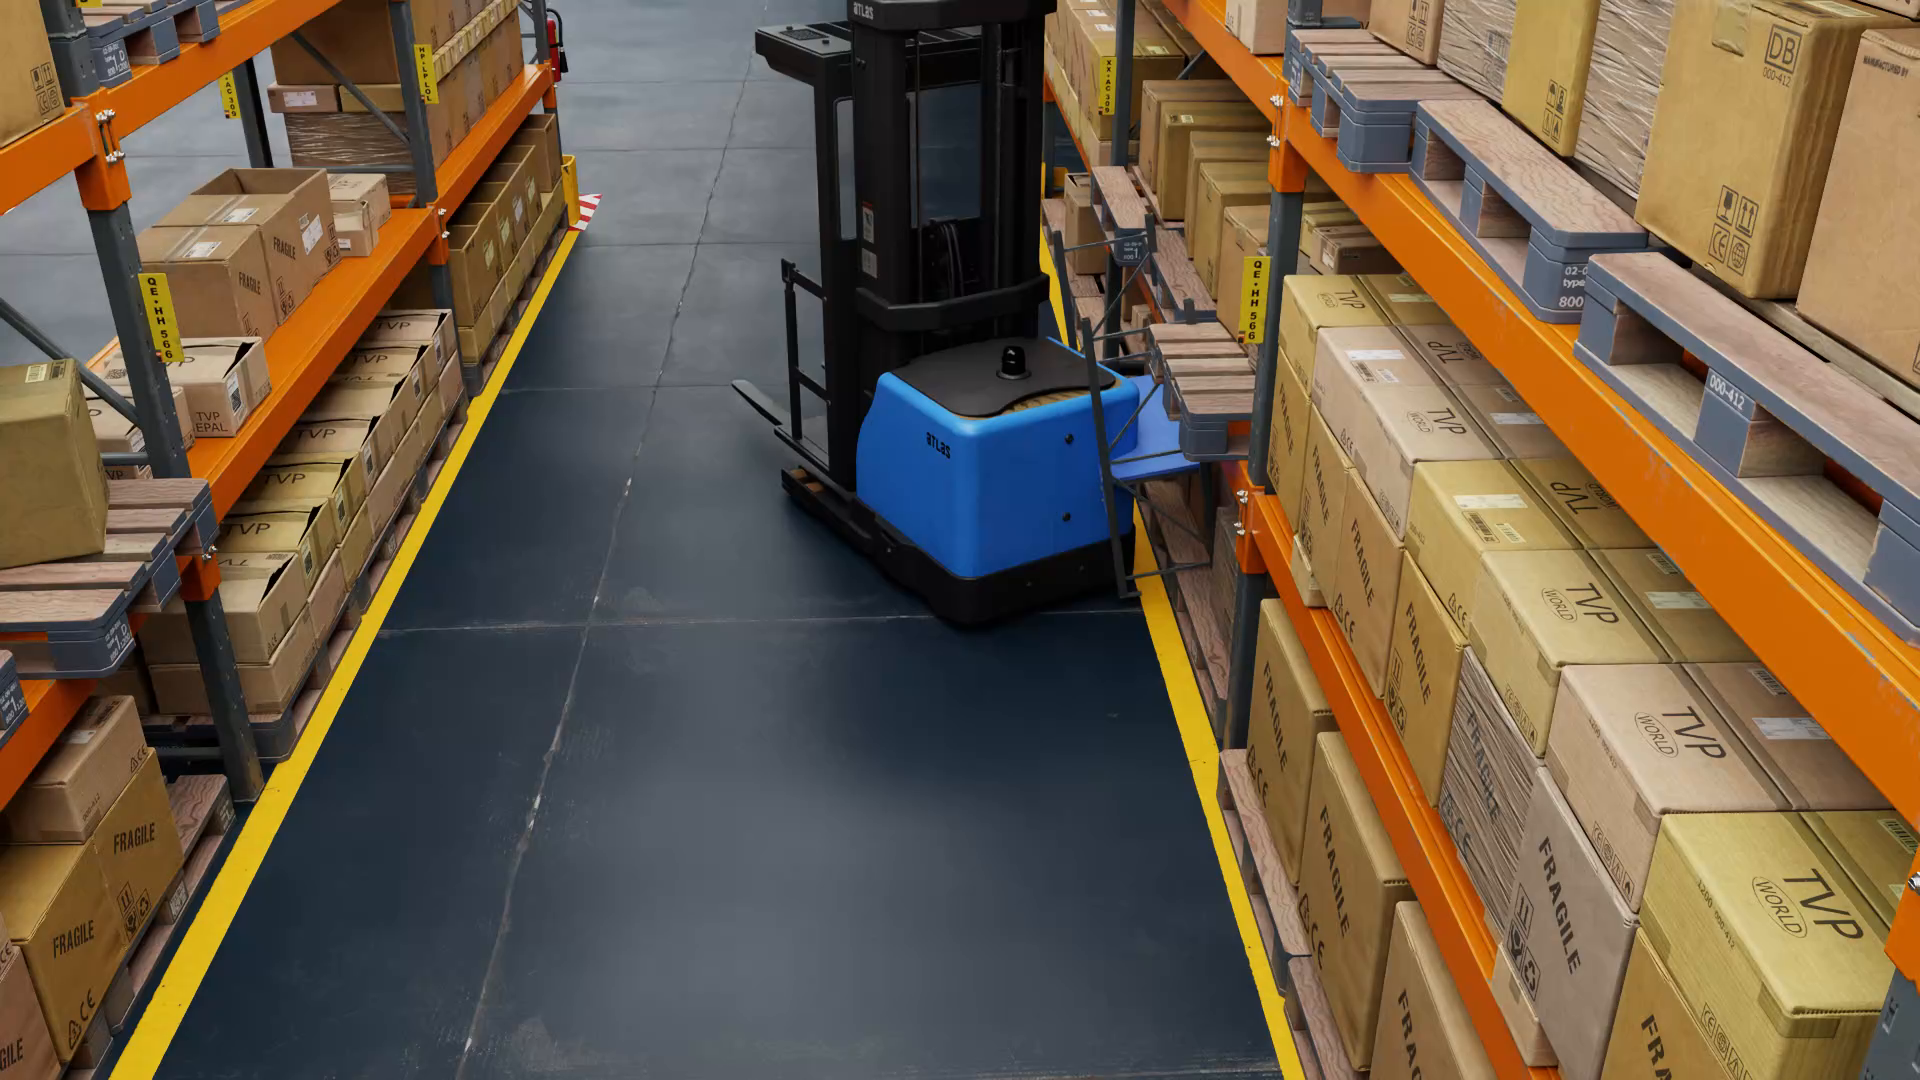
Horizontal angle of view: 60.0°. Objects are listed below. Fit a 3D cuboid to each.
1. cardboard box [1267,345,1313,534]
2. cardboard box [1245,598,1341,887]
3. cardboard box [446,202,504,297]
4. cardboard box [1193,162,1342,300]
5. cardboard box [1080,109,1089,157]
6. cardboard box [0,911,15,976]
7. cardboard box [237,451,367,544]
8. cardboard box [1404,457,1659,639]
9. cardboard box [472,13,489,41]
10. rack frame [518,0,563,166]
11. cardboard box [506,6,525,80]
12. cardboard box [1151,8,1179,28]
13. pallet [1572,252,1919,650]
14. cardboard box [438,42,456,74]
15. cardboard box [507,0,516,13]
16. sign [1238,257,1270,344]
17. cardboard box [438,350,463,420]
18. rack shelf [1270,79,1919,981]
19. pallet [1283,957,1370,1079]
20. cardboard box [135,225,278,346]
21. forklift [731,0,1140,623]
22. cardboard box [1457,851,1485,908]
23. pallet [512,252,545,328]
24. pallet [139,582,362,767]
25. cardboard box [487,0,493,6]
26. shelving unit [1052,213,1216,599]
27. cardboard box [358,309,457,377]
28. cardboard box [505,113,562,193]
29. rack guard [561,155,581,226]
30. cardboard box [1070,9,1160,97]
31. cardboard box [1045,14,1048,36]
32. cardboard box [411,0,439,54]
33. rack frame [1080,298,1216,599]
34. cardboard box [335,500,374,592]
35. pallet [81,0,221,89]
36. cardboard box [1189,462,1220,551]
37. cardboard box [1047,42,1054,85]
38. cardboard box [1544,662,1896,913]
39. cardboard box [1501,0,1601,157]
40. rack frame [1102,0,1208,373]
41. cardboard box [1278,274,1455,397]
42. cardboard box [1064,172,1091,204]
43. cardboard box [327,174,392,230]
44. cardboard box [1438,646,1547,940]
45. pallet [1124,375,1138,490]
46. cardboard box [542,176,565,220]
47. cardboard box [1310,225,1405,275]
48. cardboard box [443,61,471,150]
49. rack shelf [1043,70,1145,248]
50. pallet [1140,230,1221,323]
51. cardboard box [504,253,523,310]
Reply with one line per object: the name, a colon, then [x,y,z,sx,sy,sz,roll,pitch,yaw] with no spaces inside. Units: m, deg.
cardboard box: [1.374,-0.357,5.739,0.500,0.500,0.500,-1,28,-1]
cardboard box: [1.511,0.708,6.020,0.750,0.750,0.750,-2,28,-3]
cardboard box: [-3.297,-1.880,10.819,0.500,0.500,0.500,-1,28,-3]
cardboard box: [1.482,-1.433,7.670,0.700,0.500,0.500,-1,28,-3]
cardboard box: [1.050,-2.633,10.696,0.500,0.250,0.500,-1,28,-2]
cardboard box: [-2.995,1.224,4.575,0.500,0.250,0.500,-2,28,-4]
cardboard box: [-3.137,-0.223,7.848,0.500,0.311,0.500,-2,28,-4]
cardboard box: [1.462,0.011,4.223,0.500,0.250,0.500,-2,28,-4]
cardboard box: [-3.481,-3.537,11.479,0.380,0.149,0.250,-1,28,-1]
rack frame: [-3.760,-3.975,13.128,1.000,3.000,0.127,-1,28,-3]
cardboard box: [-3.749,-3.804,12.691,0.700,0.500,0.500,-1,28,-3]
cardboard box: [1.535,-3.216,11.001,0.500,0.500,0.500,-1,28,-1]
pallet: [1.716,-0.222,2.896,0.805,0.209,1.217,-2,28,-5]
cardboard box: [-3.427,-3.061,10.565,0.380,0.149,0.250,-2,28,-4]
cardboard box: [-3.535,-4.015,12.394,0.380,0.149,0.250,-1,28,-1]
sign: [1.063,-0.863,5.994,0.100,0.325,0.005,-1,28,-3]
cardboard box: [-3.240,-0.911,9.772,0.500,0.250,0.500,-2,28,-3]
rack shelf: [1.708,-0.490,3.979,1.077,0.370,4.000,-1,28,-3]
pallet: [1.631,1.762,5.143,1.003,0.211,1.213,-1,28,-3]
cardboard box: [-3.447,-1.100,7.507,0.500,0.500,0.500,-3,28,-5]
forklift: [-0.324,-1.548,8.548,1.130,2.935,3.031,-16,31,-27]
cardboard box: [1.490,0.811,4.202,0.380,0.149,0.250,-2,28,-4]
pallet: [-3.618,-1.825,12.020,1.003,0.211,1.213,-1,28,-3]
pallet: [-3.347,0.574,7.420,1.003,0.211,1.213,-1,28,-3]
cardboard box: [-3.713,-4.112,11.879,0.700,0.500,0.500,-2,28,-4]
shelving unit: [0.858,-0.656,8.095,0.538,1.500,1.048,-10,32,2]
cardboard box: [-3.244,-1.164,9.650,0.500,0.311,0.500,-1,28,-3]
cardboard box: [-3.435,-3.034,13.033,0.500,0.500,0.500,-1,28,-3]
rack guard: [-3.762,-2.878,13.728,1.175,0.500,0.348,-1,28,-3]
cardboard box: [1.014,-3.198,10.968,0.500,0.500,0.500,-2,28,-4]
cardboard box: [0.911,-4.144,12.781,0.500,0.500,0.500,-1,28,-3]
cardboard box: [-3.609,-3.186,10.103,0.700,0.500,0.500,-1,28,-3]
rack frame: [0.896,-0.386,7.666,0.500,1.500,0.032,-10,32,2]
cardboard box: [-3.137,0.031,7.966,0.500,0.250,0.500,-2,28,-4]
pallet: [-3.467,-1.838,5.992,1.213,0.211,1.003,0,28,0]
cardboard box: [1.549,-0.290,8.289,0.700,0.500,0.500,-2,28,-3]
cardboard box: [0.936,-3.567,12.485,0.500,0.250,0.500,-2,28,-4]
cardboard box: [1.516,0.482,3.321,0.500,0.250,0.500,-1,28,-2]
cardboard box: [1.783,-1.250,4.075,0.700,0.500,0.500,0,28,0]
rack frame: [1.395,-2.249,9.819,1.000,3.000,0.127,-1,28,-3]
cardboard box: [1.372,-0.691,5.568,0.500,0.250,0.500,-1,28,-1]
cardboard box: [1.133,-2.778,13.264,0.500,0.311,0.500,-4,28,-8]
cardboard box: [-3.482,-1.835,9.187,0.500,0.250,0.500,0,28,1]
cardboard box: [1.483,0.585,3.933,0.500,0.500,0.500,-1,28,-3]
pallet: [1.437,-0.654,9.775,1.003,0.211,1.213,-1,28,-3]
cardboard box: [-3.437,-2.702,13.206,0.500,0.250,0.500,-1,28,-3]
cardboard box: [1.556,-1.088,6.307,0.380,0.149,0.250,-5,28,-9]
cardboard box: [-3.637,-2.852,10.867,0.700,0.500,0.500,-1,28,-2]
rack shelf: [1.291,-2.854,11.756,1.077,0.370,4.000,-1,28,-3]
pallet: [1.460,-1.230,8.073,1.003,0.211,1.213,-1,28,-3]
cardboard box: [-3.315,-1.779,11.436,0.500,0.250,0.500,-1,28,-3]
